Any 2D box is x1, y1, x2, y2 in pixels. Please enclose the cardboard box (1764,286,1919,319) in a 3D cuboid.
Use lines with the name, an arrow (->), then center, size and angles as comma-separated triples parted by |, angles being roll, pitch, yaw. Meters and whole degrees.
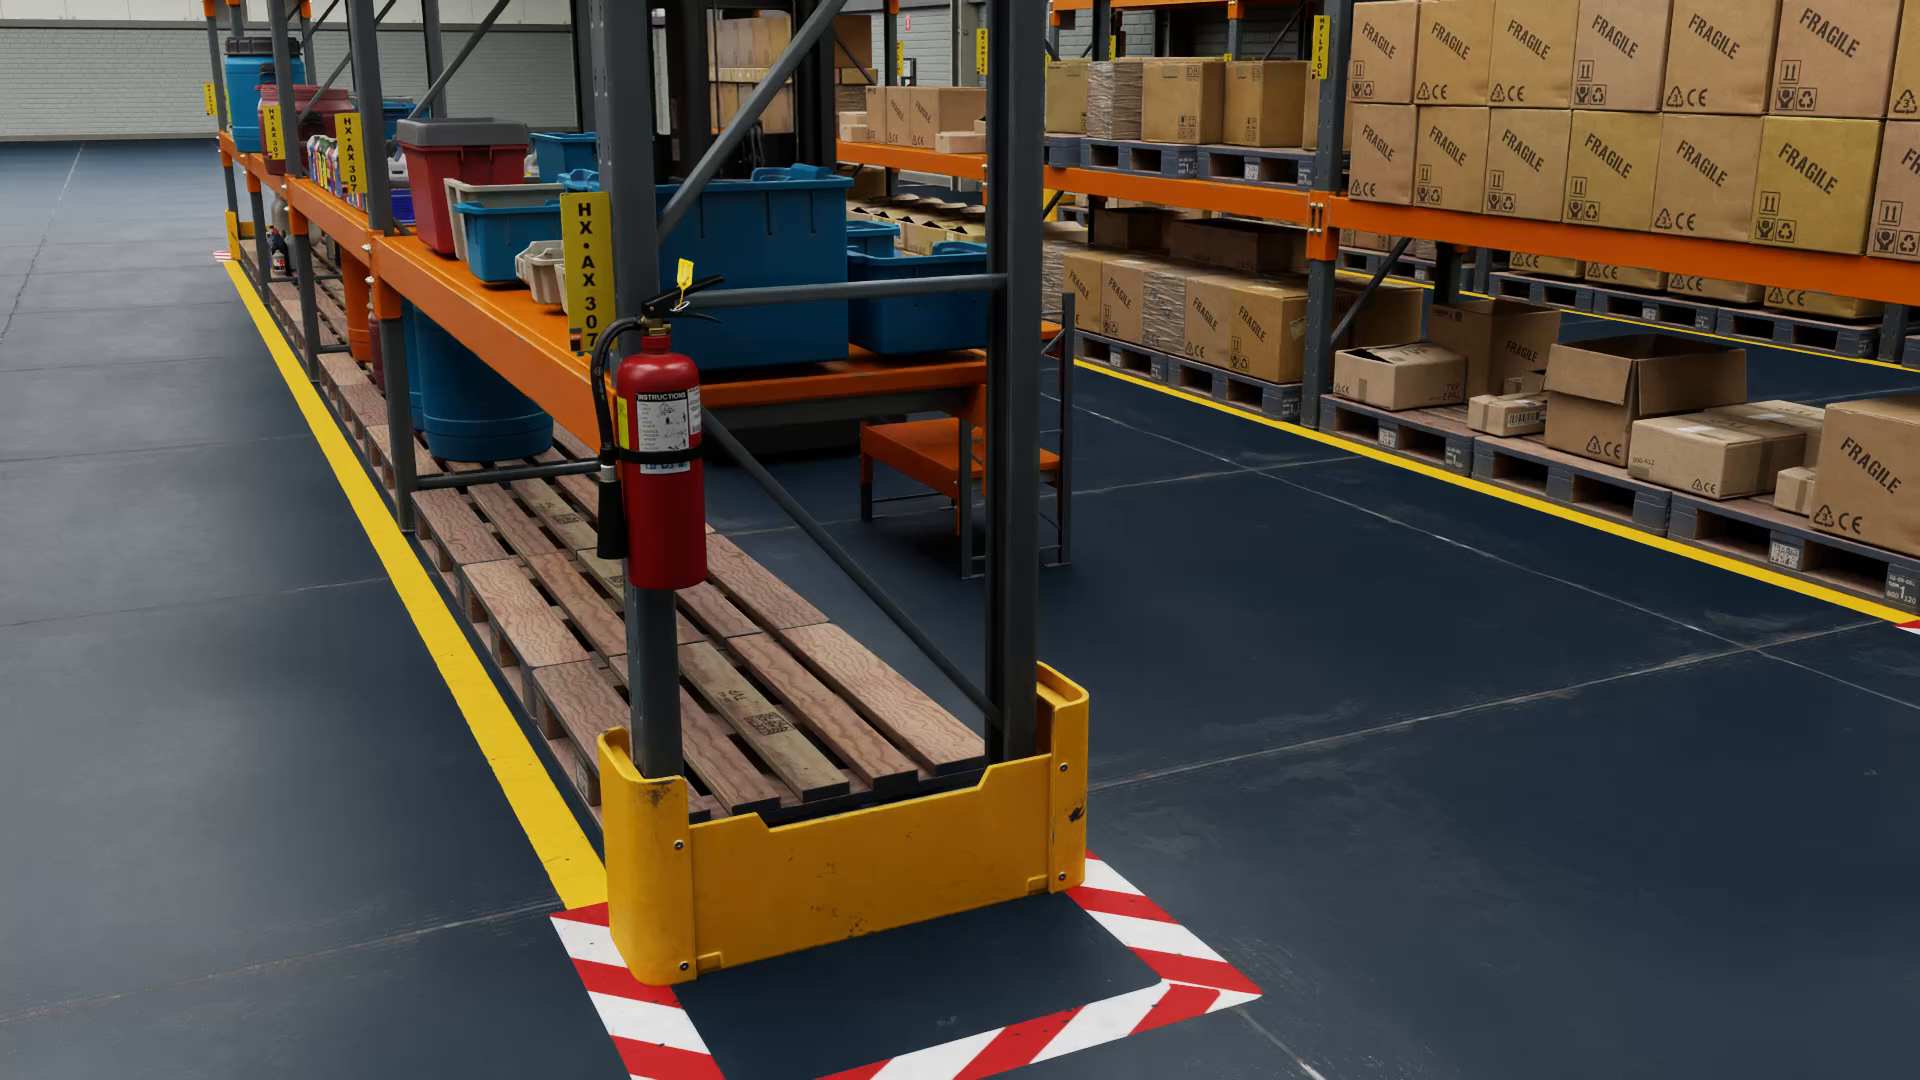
cardboard box -> 6.469, -2.051, 12.094 | 0.750, 0.750, 0.750 | -7, 18, -24

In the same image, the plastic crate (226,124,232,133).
plastic crate -> -7.189, -4.127, 16.673 | 0.298, 0.136, 0.250 | -8, 18, -25

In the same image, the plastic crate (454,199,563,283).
plastic crate -> -1.412, -0.974, 5.402 | 0.416, 0.233, 0.300 | -8, 18, -25

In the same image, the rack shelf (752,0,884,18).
rack shelf -> -1.961, -5.713, 17.585 | 1.077, 0.370, 4.000 | -8, 18, -25

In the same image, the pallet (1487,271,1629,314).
pallet -> 5.396, -2.183, 14.476 | 1.003, 0.211, 1.213 | -8, 18, -25

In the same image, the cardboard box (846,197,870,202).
cardboard box -> -1.128, -3.138, 15.954 | 0.500, 0.311, 0.500 | -8, 18, -25

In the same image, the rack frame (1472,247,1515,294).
rack frame -> 5.119, -3.728, 14.805 | 1.000, 3.000, 0.127 | -8, 18, -25

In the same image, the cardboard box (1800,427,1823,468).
cardboard box -> 3.970, -0.328, 7.143 | 0.500, 0.250, 0.500 | -8, 18, -25

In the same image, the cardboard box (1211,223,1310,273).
cardboard box -> 1.989, -1.905, 10.825 | 0.500, 0.250, 0.500 | -8, 18, -25

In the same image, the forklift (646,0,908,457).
forklift -> -1.344, -2.199, 9.599 | 1.130, 2.935, 3.031 | -7, 17, -23

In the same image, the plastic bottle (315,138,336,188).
plastic bottle -> -3.685, -2.210, 9.740 | 0.152, 0.276, 0.135 | -8, 18, -25

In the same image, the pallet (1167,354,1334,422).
pallet -> 2.029, -0.994, 10.331 | 1.003, 0.211, 1.213 | -8, 18, -25

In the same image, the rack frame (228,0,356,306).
rack frame -> -5.539, -3.523, 14.089 | 1.000, 3.000, 0.127 | -8, 18, -25

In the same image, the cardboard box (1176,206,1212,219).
cardboard box -> 2.876, -3.983, 19.425 | 0.500, 0.500, 0.500 | -9, 18, -29

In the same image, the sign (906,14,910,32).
sign -> -0.893, -8.876, 28.541 | 0.001, 0.298, 0.199 | -8, 18, -25

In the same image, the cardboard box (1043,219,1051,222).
cardboard box -> 0.464, -2.573, 13.986 | 0.500, 0.311, 0.500 | -8, 18, -26

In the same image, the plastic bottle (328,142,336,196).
plastic bottle -> -3.423, -2.037, 9.121 | 0.061, 0.283, 0.133 | -8, 18, -25

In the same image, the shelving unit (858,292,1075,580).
shelving unit -> 0.003, -0.539, 7.090 | 0.538, 1.125, 1.048 | -8, 18, -25

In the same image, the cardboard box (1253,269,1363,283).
cardboard box -> 2.183, -1.427, 10.520 | 0.500, 0.500, 0.500 | -7, 18, -24

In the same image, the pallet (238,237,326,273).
pallet -> -6.865, -2.959, 17.180 | 1.003, 0.211, 1.213 | -8, 18, -25

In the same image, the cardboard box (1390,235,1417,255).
cardboard box -> 4.635, -3.052, 16.183 | 0.700, 0.500, 0.500 | -8, 18, -25

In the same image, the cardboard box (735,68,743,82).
cardboard box -> -2.186, -4.968, 17.766 | 0.380, 0.149, 0.250 | -7, 18, -24

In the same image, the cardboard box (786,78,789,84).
cardboard box -> -1.503, -4.584, 16.428 | 0.380, 0.149, 0.250 | -8, 18, -26

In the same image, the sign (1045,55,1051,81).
sign -> 1.126, -6.062, 21.369 | 0.100, 0.325, 0.005 | -8, 18, -25

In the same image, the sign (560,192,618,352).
sign -> -0.770, -0.555, 3.452 | 0.100, 0.325, 0.005 | -8, 18, -25

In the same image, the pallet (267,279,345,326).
pallet -> -5.160, -1.993, 13.812 | 1.003, 0.211, 1.213 | -8, 18, -25

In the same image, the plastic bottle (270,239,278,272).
plastic bottle -> -6.047, -2.508, 14.680 | 0.061, 0.283, 0.133 | -7, 17, -22

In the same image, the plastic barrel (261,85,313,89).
plastic barrel -> -4.996, -3.143, 12.517 | 0.433, 0.535, 0.433 | 0, 16, 0

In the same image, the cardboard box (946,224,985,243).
cardboard box -> 0.216, -2.379, 13.308 | 0.500, 0.311, 0.500 | -7, 17, -23

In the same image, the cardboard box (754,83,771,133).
cardboard box -> -1.738, -4.533, 17.427 | 0.700, 0.500, 0.500 | -7, 18, -24

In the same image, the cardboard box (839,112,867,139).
cardboard box -> -0.830, -3.932, 15.785 | 0.500, 0.250, 0.500 | -6, 17, -21

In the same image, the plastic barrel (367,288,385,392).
plastic barrel -> -3.063, -1.175, 9.516 | 0.600, 0.588, 0.708 | -8, 18, -25

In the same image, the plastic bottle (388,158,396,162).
plastic bottle -> -2.658, -1.629, 7.714 | 0.152, 0.276, 0.135 | -8, 18, -25

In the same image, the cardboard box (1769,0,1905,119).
cardboard box -> 3.508, -1.876, 6.356 | 0.500, 0.500, 0.500 | -7, 17, -23

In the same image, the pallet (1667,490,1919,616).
pallet -> 3.789, -0.021, 6.942 | 1.003, 0.211, 1.213 | -8, 18, -25

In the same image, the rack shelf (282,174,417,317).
rack shelf -> -2.911, -1.689, 9.004 | 1.077, 0.370, 4.000 | -8, 18, -25

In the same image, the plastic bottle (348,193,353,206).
plastic bottle -> -3.039, -1.845, 8.466 | 0.152, 0.276, 0.135 | -8, 18, -25

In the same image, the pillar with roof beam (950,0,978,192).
pillar with roof beam -> -3.800, -9.494, 24.021 | 9.100, 9.000, 0.400 | -8, 18, -25

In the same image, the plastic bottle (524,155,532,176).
plastic bottle -> -2.055, -1.731, 8.070 | 0.152, 0.276, 0.135 | -8, 18, -25

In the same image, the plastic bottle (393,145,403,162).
plastic bottle -> -2.683, -1.767, 8.060 | 0.144, 0.351, 0.185 | -8, 18, -25

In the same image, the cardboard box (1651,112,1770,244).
cardboard box -> 3.287, -1.524, 6.942 | 0.500, 0.500, 0.500 | -8, 18, -24

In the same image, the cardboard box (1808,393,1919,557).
cardboard box -> 3.712, -0.260, 6.453 | 0.500, 0.500, 0.500 | -8, 18, -25

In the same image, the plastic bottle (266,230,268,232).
plastic bottle -> -6.495, -2.768, 15.606 | 0.097, 0.271, 0.097 | 0, 16, 0

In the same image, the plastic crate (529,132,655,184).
plastic crate -> -1.524, -1.486, 6.911 | 0.392, 0.384, 0.575 | -8, 18, -25

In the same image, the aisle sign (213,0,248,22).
aisle sign -> -7.587, -5.747, 17.126 | 0.394, 0.787, 0.004 | -8, 18, -25

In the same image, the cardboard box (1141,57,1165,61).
cardboard box -> 2.446, -5.347, 19.322 | 0.500, 0.500, 0.500 | -8, 18, -26

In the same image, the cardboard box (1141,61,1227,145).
cardboard box -> 1.590, -2.817, 10.688 | 0.700, 0.500, 0.500 | -13, 21, -39

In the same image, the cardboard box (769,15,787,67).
cardboard box -> -1.508, -5.027, 16.796 | 0.700, 0.500, 0.500 | -8, 18, -25

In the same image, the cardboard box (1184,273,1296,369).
cardboard box -> 1.737, -1.358, 10.280 | 0.500, 0.500, 0.500 | -8, 18, -25

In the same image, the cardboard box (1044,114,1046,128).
cardboard box -> 0.547, -3.181, 13.061 | 0.500, 0.311, 0.500 | -6, 17, -21
